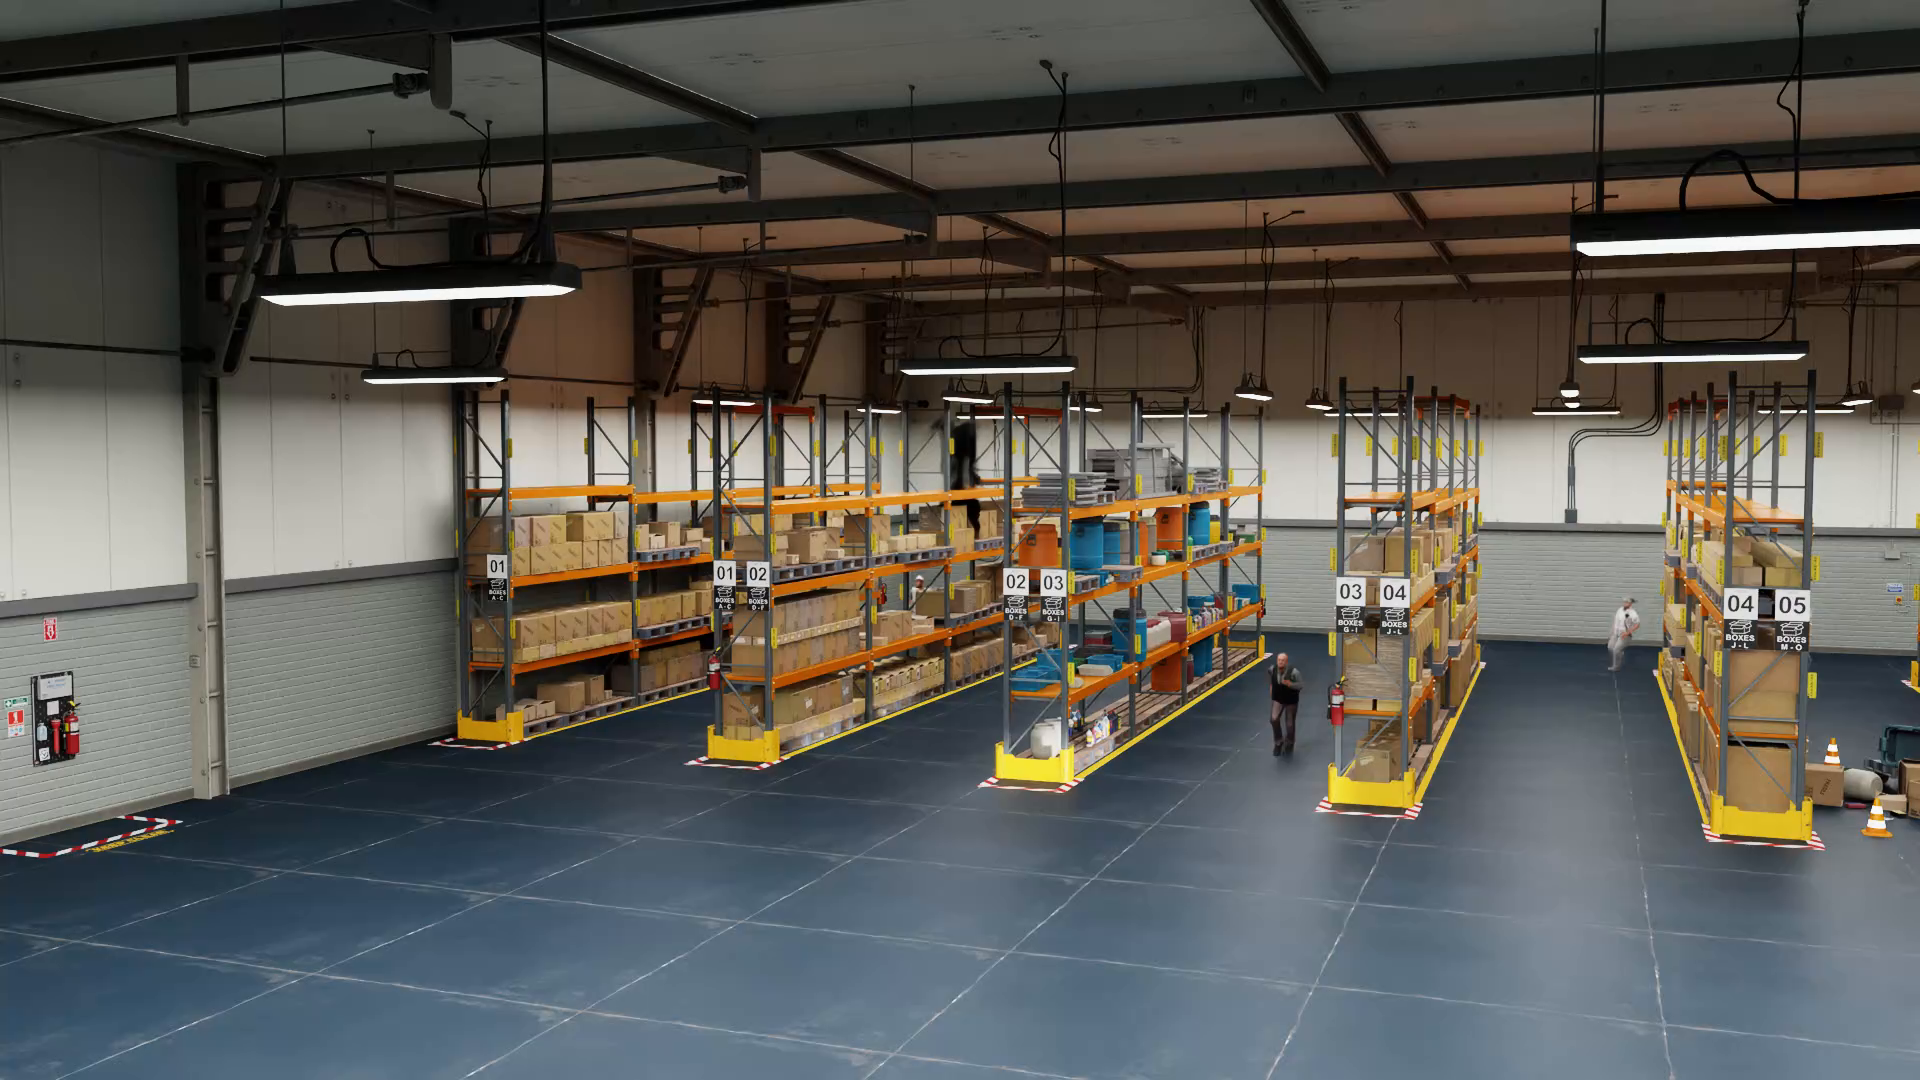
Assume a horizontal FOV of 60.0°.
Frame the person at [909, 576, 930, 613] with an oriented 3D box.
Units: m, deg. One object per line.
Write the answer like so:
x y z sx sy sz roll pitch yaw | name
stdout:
-0.966 1.708 38.738 0.636 1.746 0.577 1 3 13 | person

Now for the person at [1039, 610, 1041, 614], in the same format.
2.200 1.840 42.692 0.505 1.652 0.630 1 3 19 | person

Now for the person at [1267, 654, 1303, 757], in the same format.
5.284 2.595 27.048 0.646 1.548 0.925 1 3 21 | person

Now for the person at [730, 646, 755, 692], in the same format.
-3.972 2.495 31.203 0.734 1.577 0.830 0 3 6 | person

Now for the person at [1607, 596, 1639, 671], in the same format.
14.880 2.101 37.295 0.550 1.696 0.699 -2 4 -29 | person
